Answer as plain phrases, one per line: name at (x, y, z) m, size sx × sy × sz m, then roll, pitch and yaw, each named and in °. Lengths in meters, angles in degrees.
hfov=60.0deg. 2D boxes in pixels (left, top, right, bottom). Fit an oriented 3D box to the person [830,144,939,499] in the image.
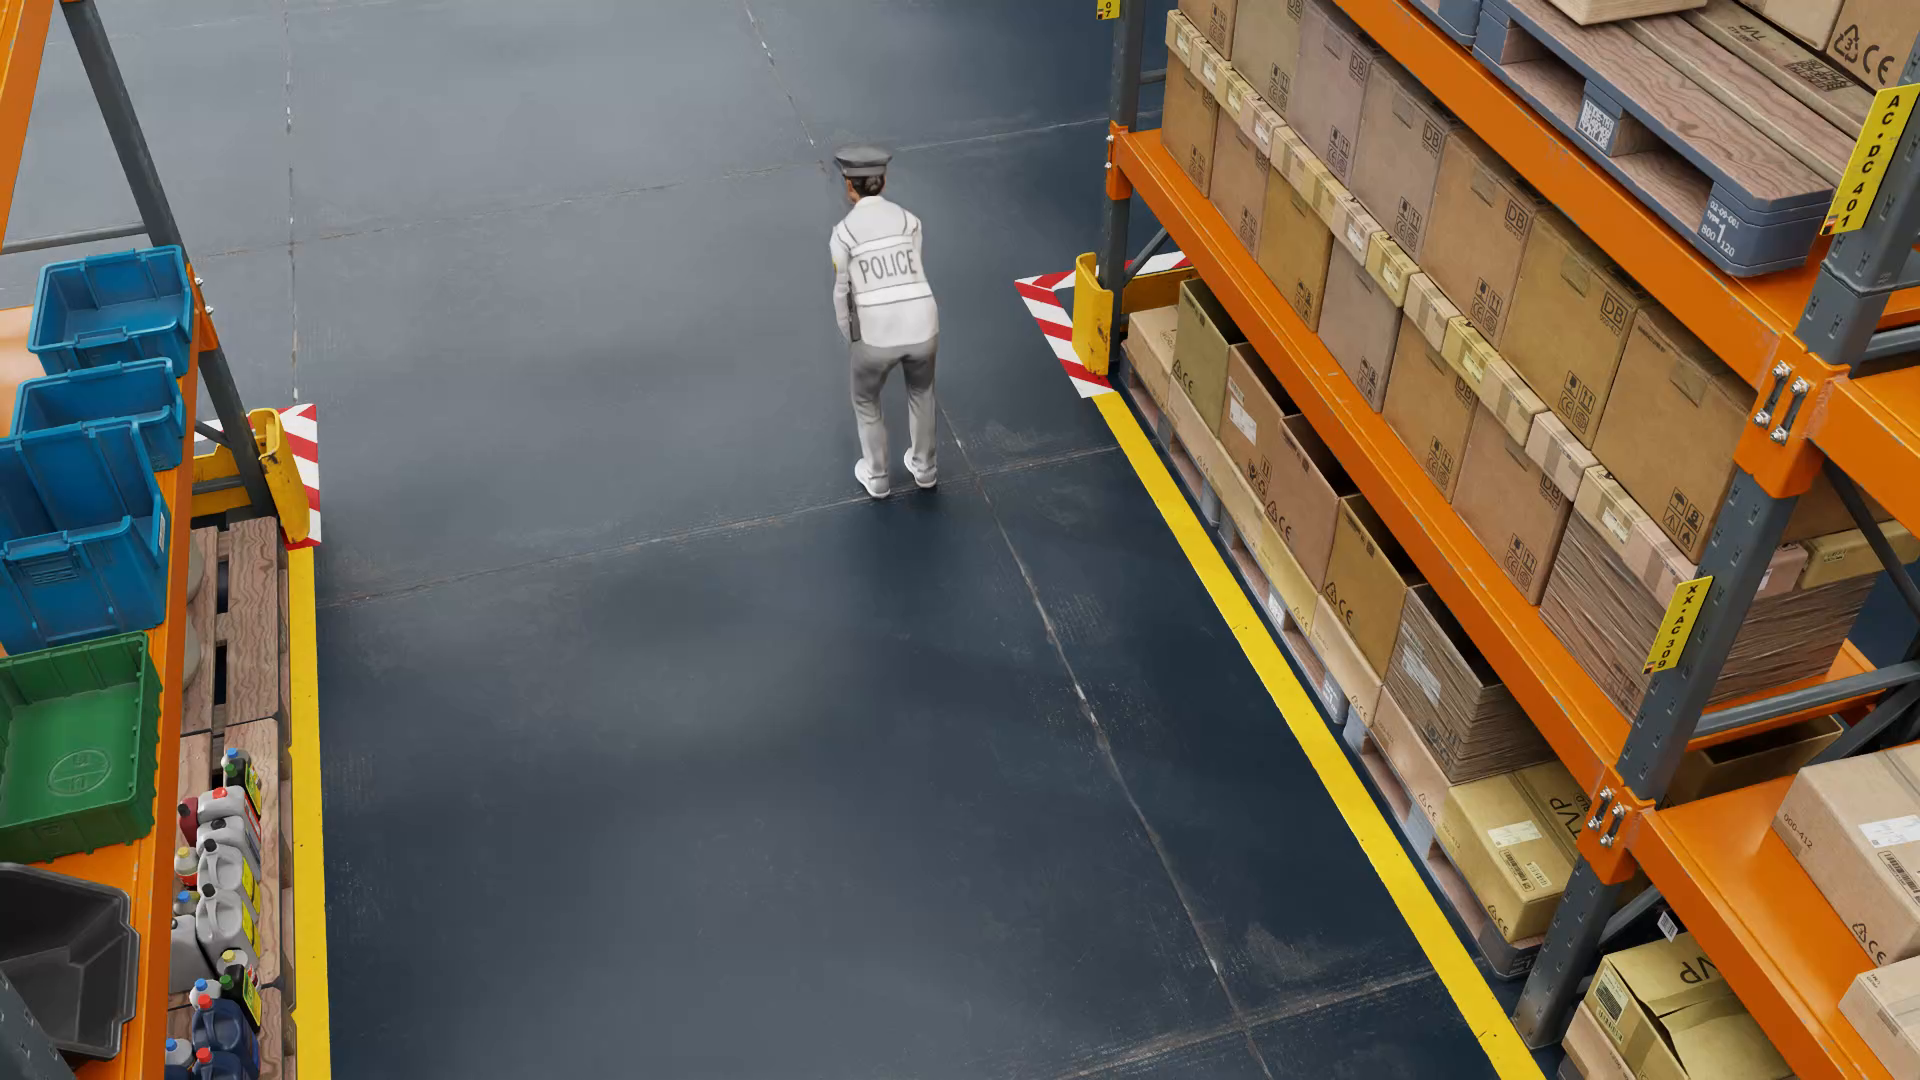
person at (-0.338, -0.937, 7.288) m, size 0.408 × 1.531 × 0.692 m, roll -13°, pitch 44°, yaw -14°
